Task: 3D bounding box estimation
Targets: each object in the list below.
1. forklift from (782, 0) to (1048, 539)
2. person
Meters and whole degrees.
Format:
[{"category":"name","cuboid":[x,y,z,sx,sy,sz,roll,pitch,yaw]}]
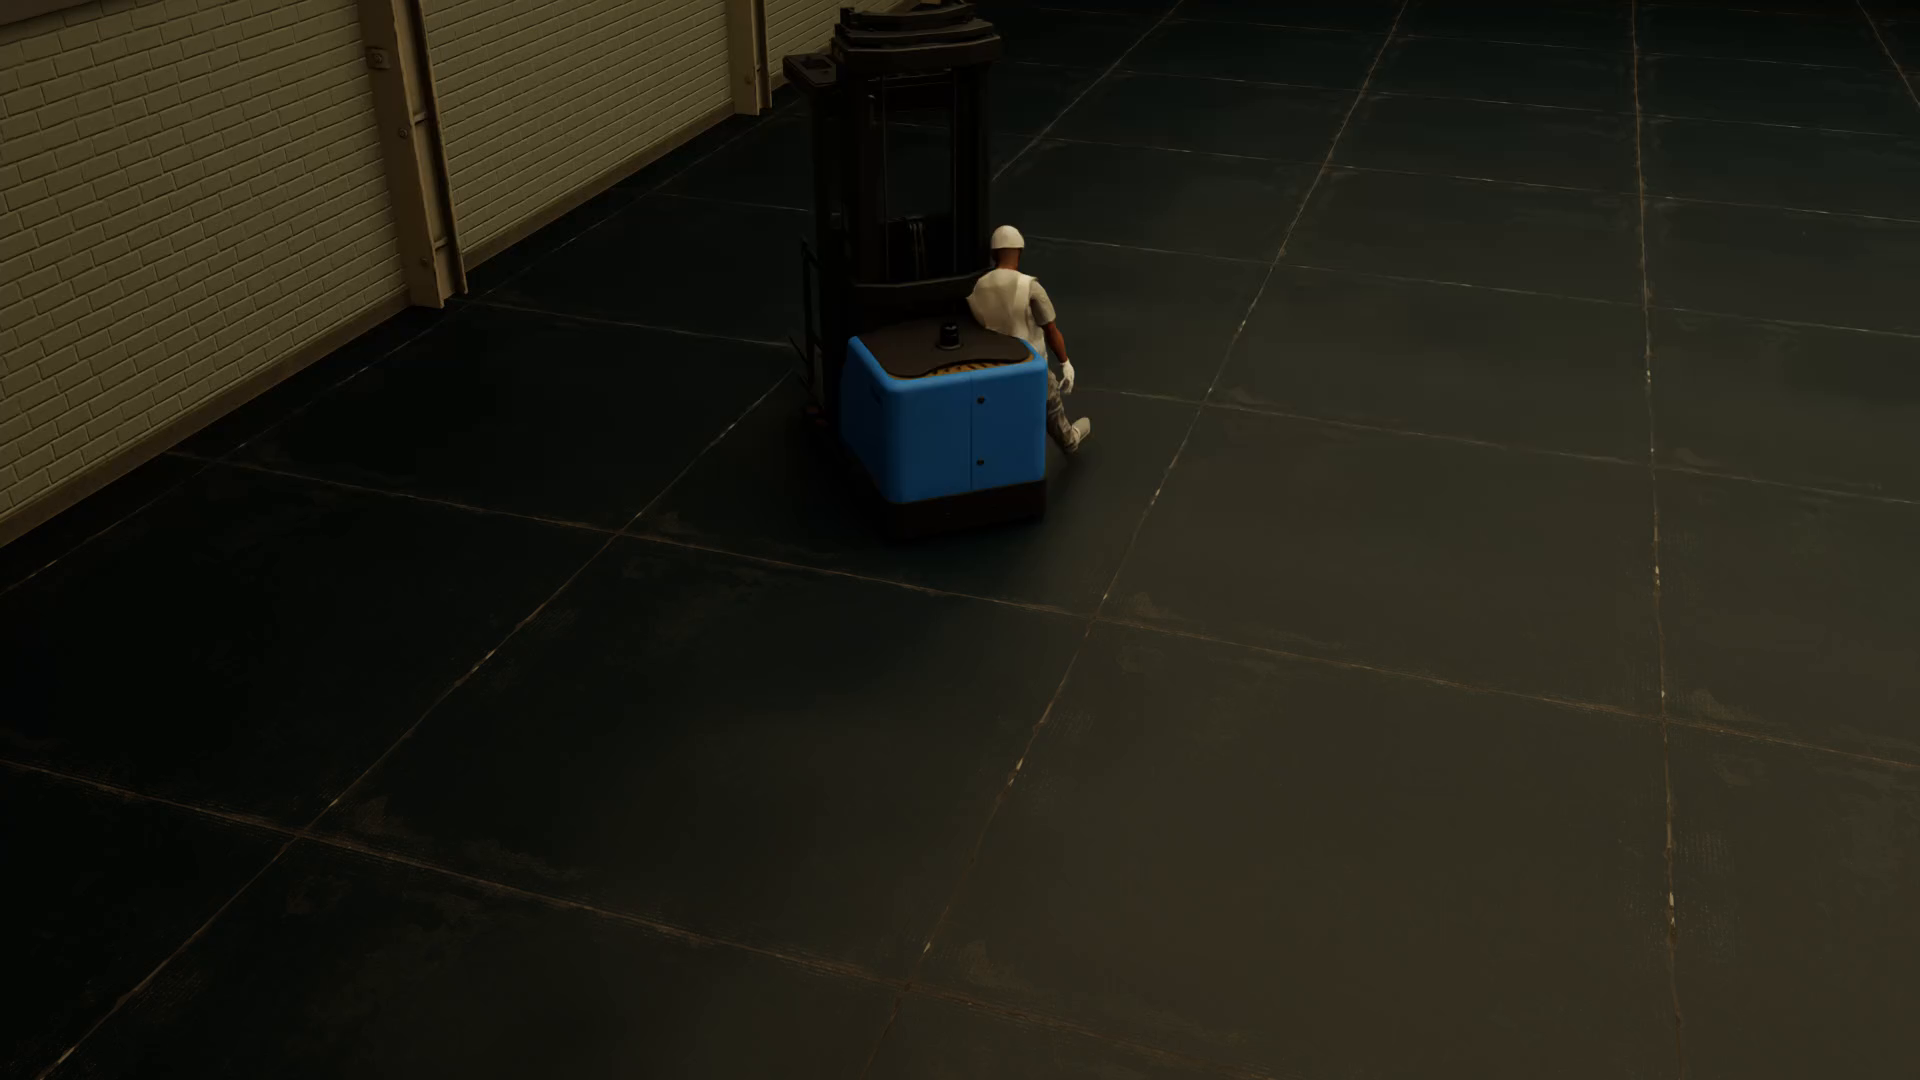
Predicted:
[{"category":"forklift","cuboid":[-0.448,-1.994,10.634,1.130,2.935,3.031,-10,31,-17]},{"category":"person","cuboid":[0.388,-1.199,10.526,0.912,1.679,1.013,15,33,24]}]
